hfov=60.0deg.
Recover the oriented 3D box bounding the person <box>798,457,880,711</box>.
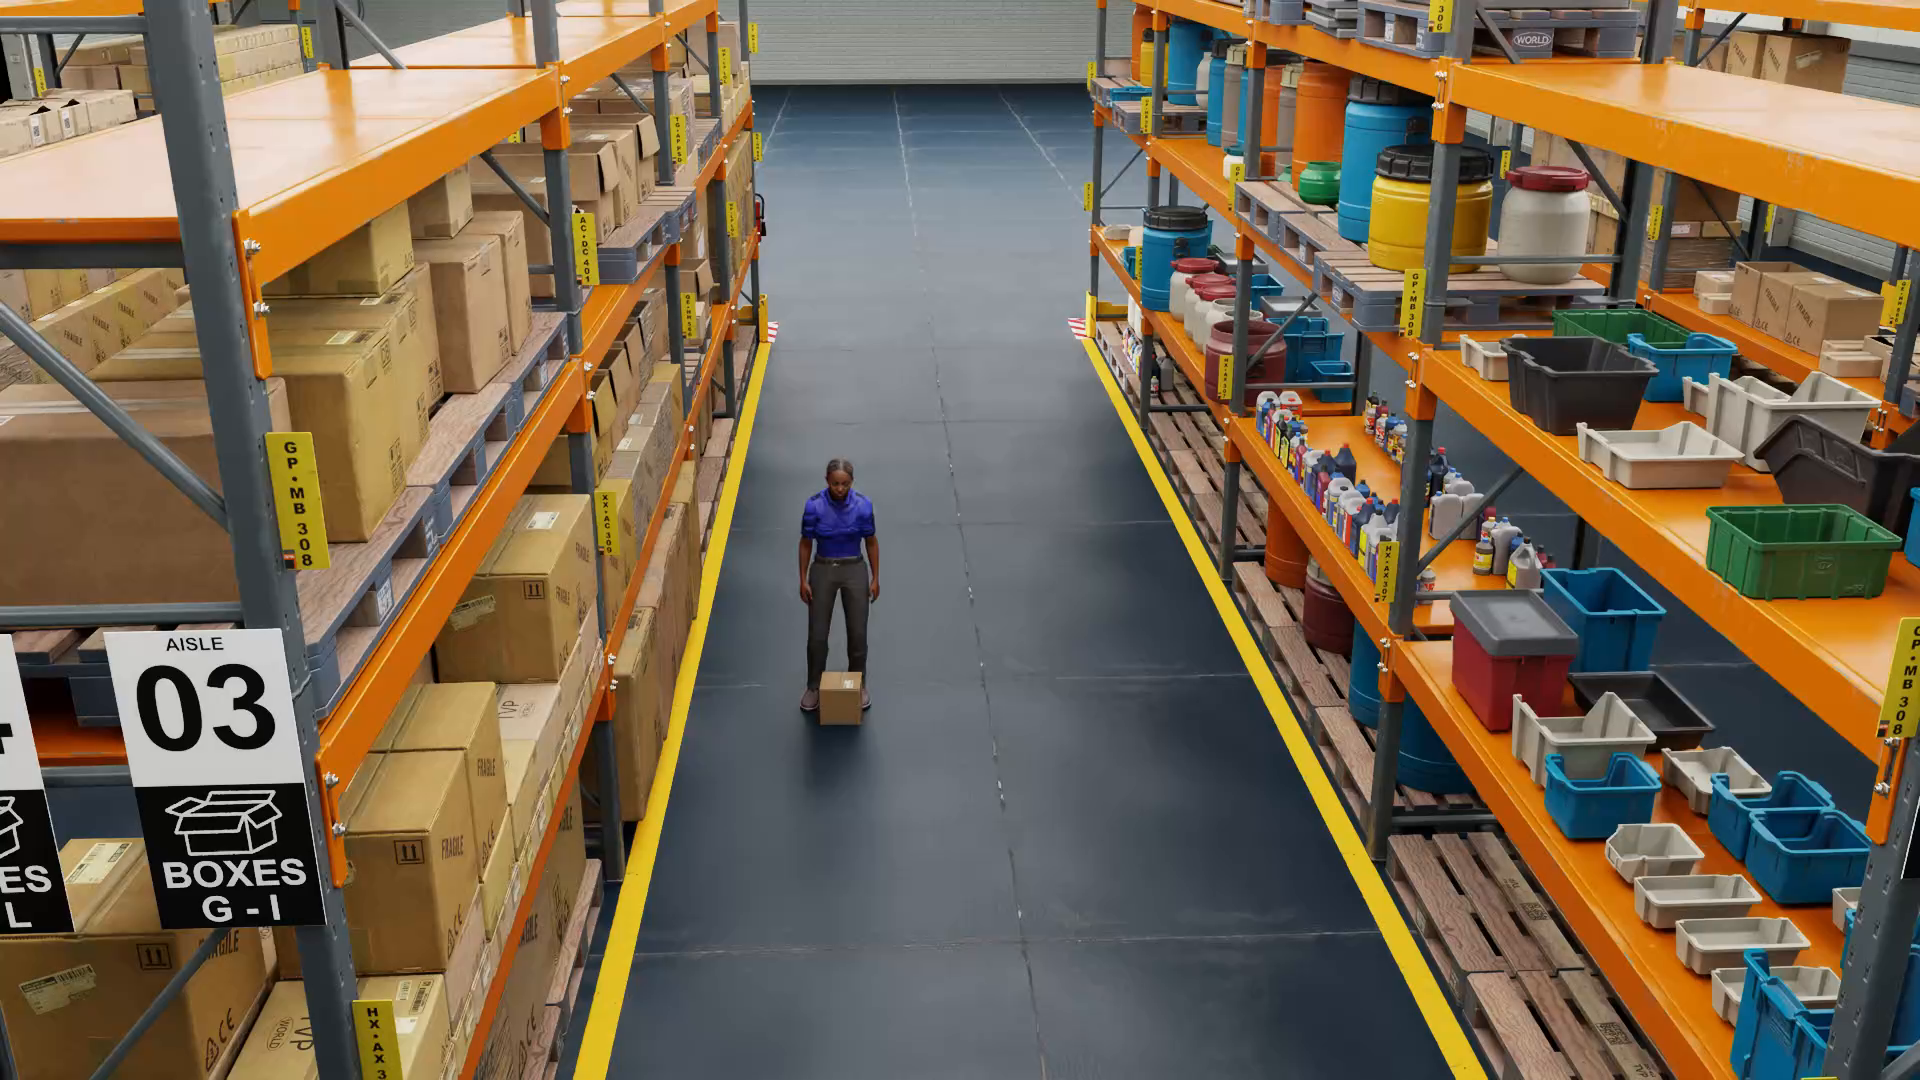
[{"bbox_3d":[-0.764,0.255,10.402,0.525,1.655,0.349,-2,21,-5],"label":"person"}]
